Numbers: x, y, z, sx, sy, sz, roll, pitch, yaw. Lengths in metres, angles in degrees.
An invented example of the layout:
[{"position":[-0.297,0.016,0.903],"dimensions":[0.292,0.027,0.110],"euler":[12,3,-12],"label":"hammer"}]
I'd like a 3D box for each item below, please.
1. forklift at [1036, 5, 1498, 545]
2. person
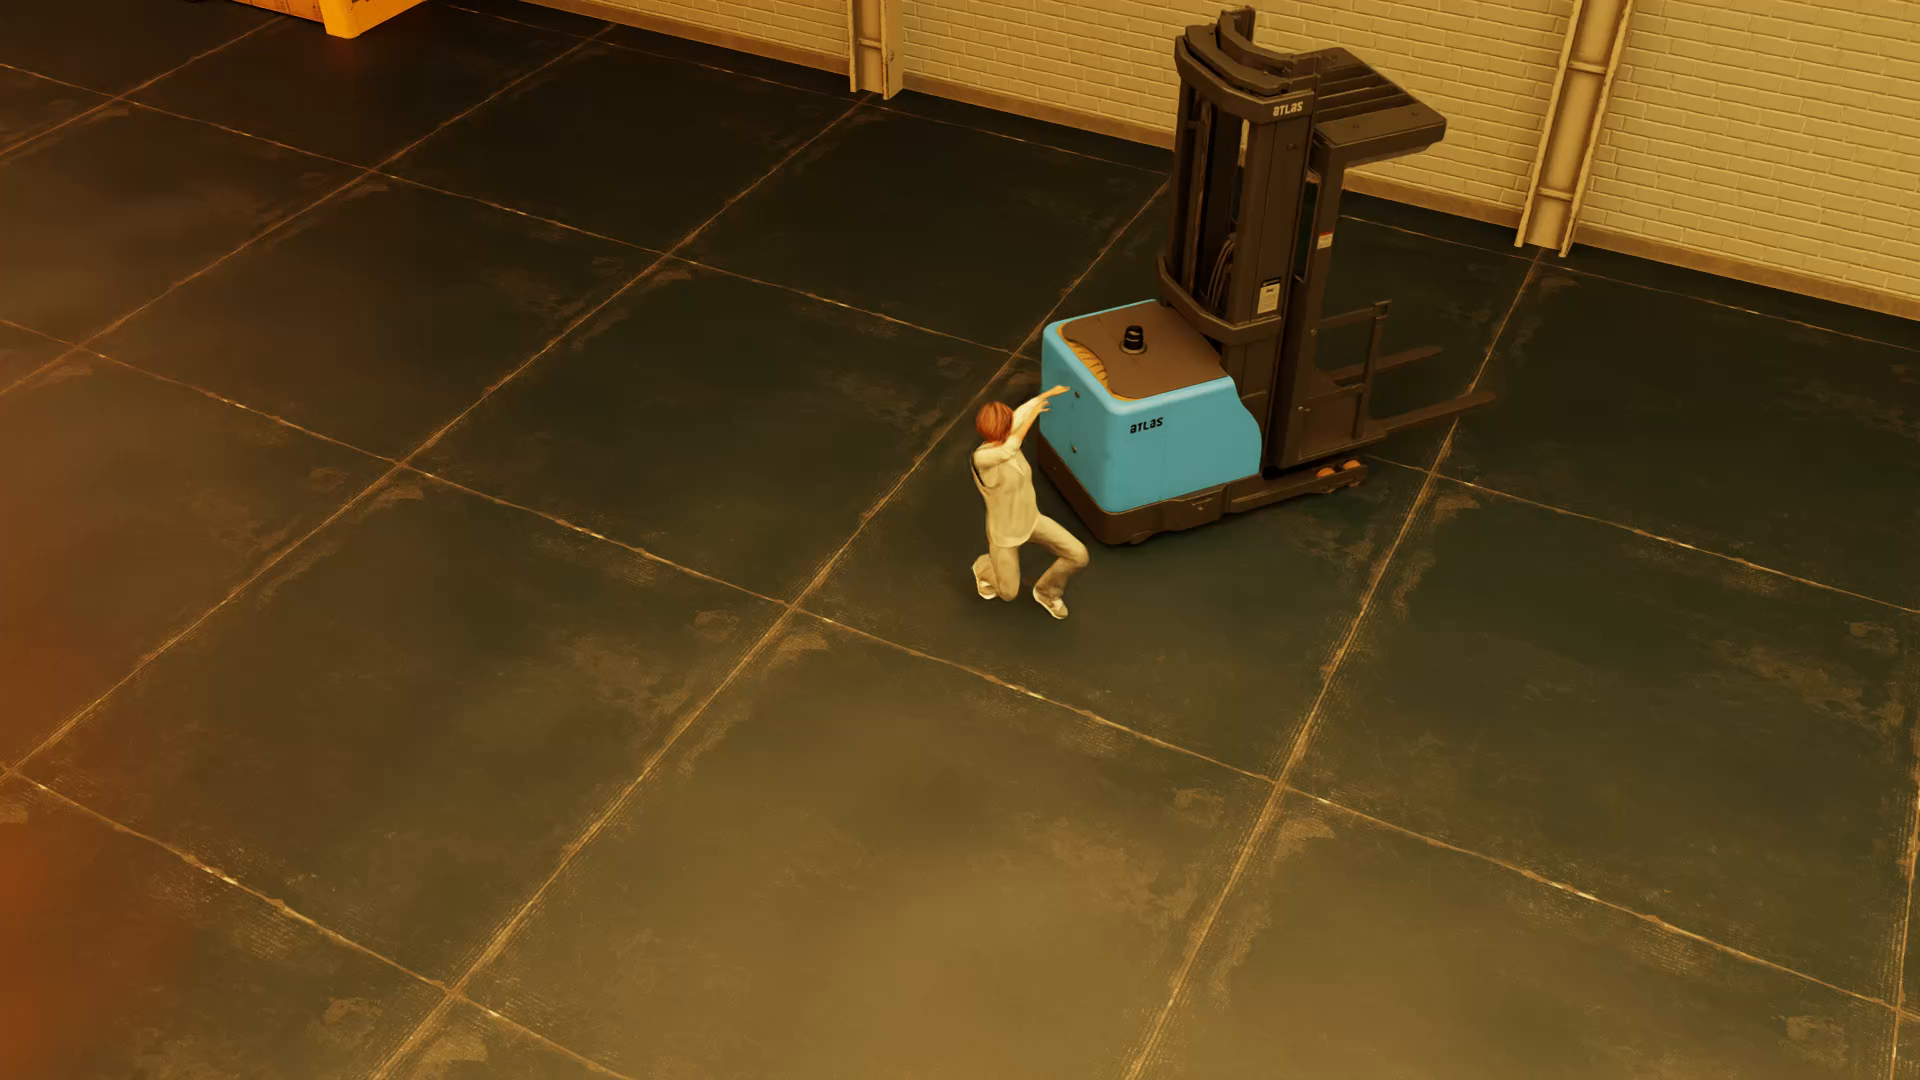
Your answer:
[{"position":[2.056,-1.713,10.020],"dimensions":[3.031,2.935,1.130],"euler":[-16,43,-18],"label":"forklift"},{"position":[0.518,-0.254,9.474],"dimensions":[0.766,1.444,0.943],"euler":[30,49,31],"label":"person"}]
